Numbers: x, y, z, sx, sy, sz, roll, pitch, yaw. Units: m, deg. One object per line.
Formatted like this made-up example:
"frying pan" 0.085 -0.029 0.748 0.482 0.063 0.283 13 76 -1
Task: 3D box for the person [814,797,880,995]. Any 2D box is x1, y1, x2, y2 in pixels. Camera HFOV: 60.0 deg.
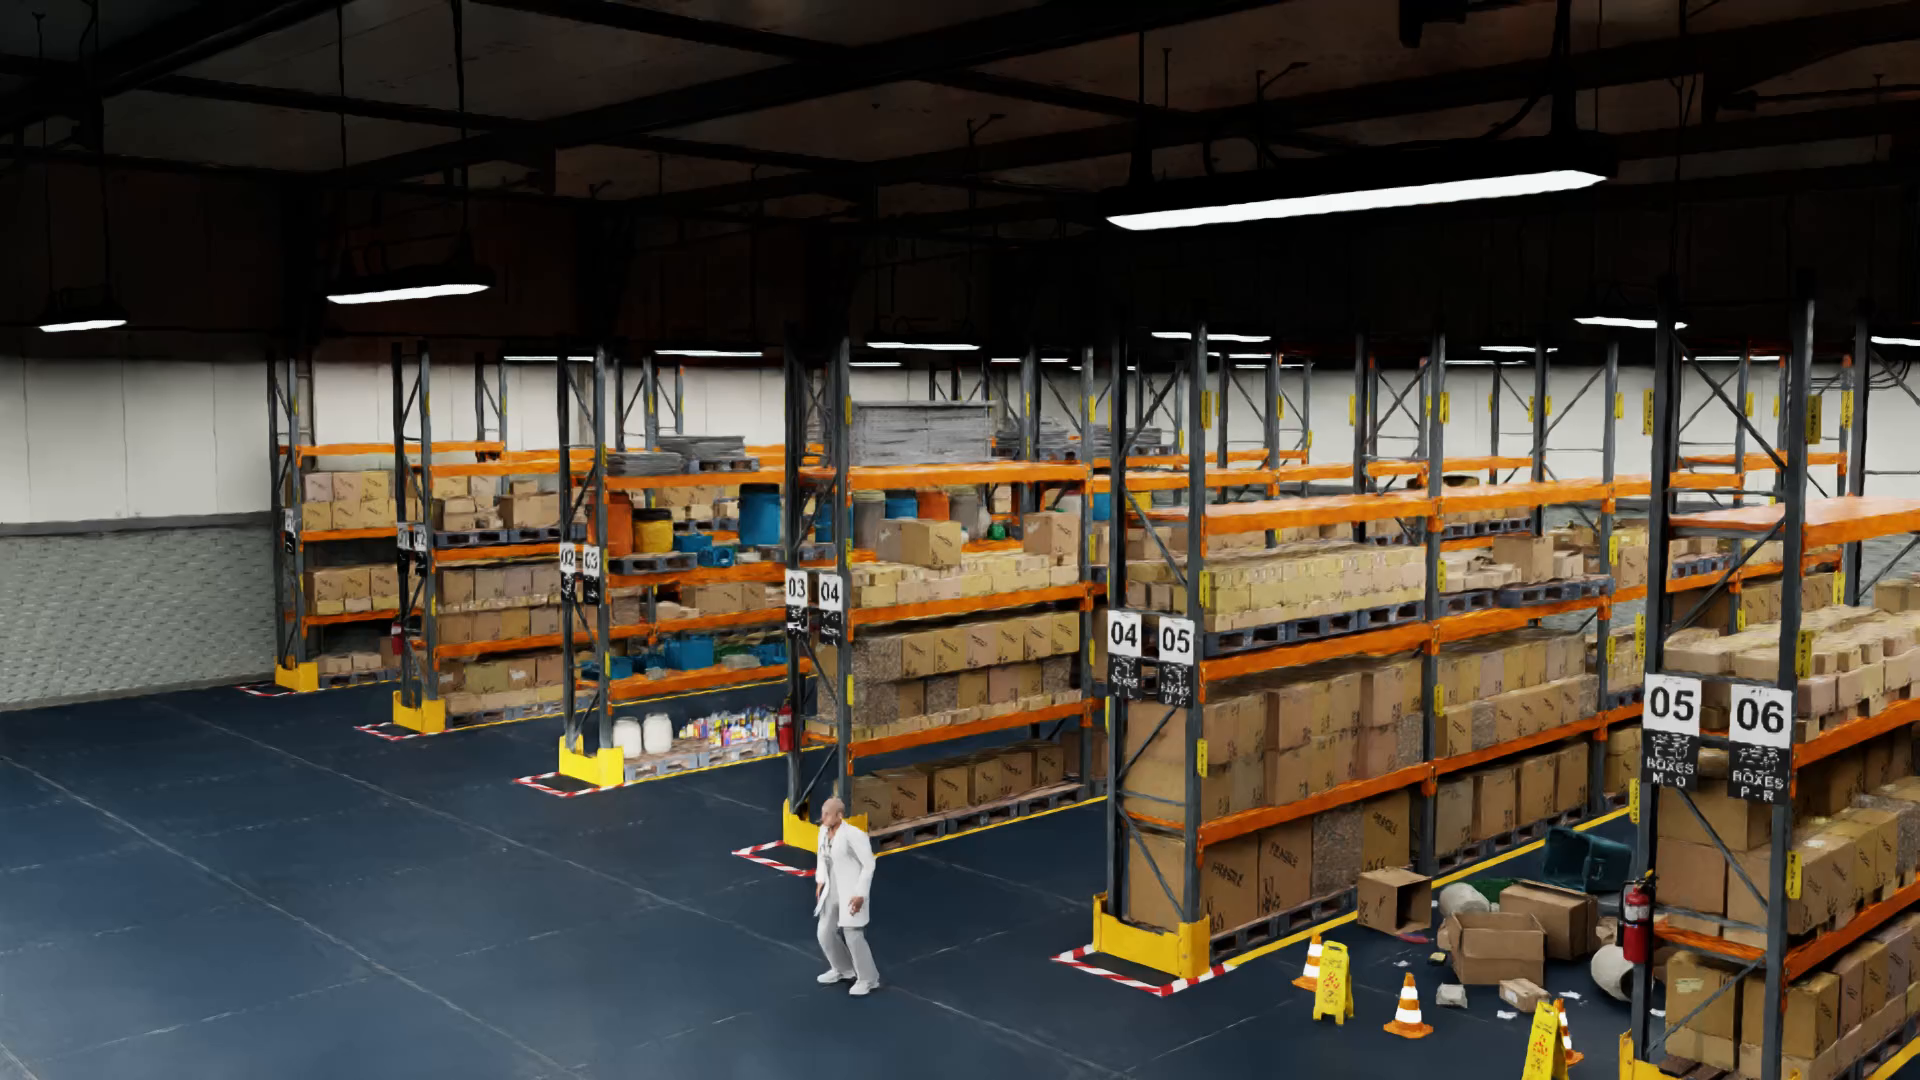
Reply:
"person" -0.990 3.059 14.417 0.546 1.733 0.729 -5 7 -45
